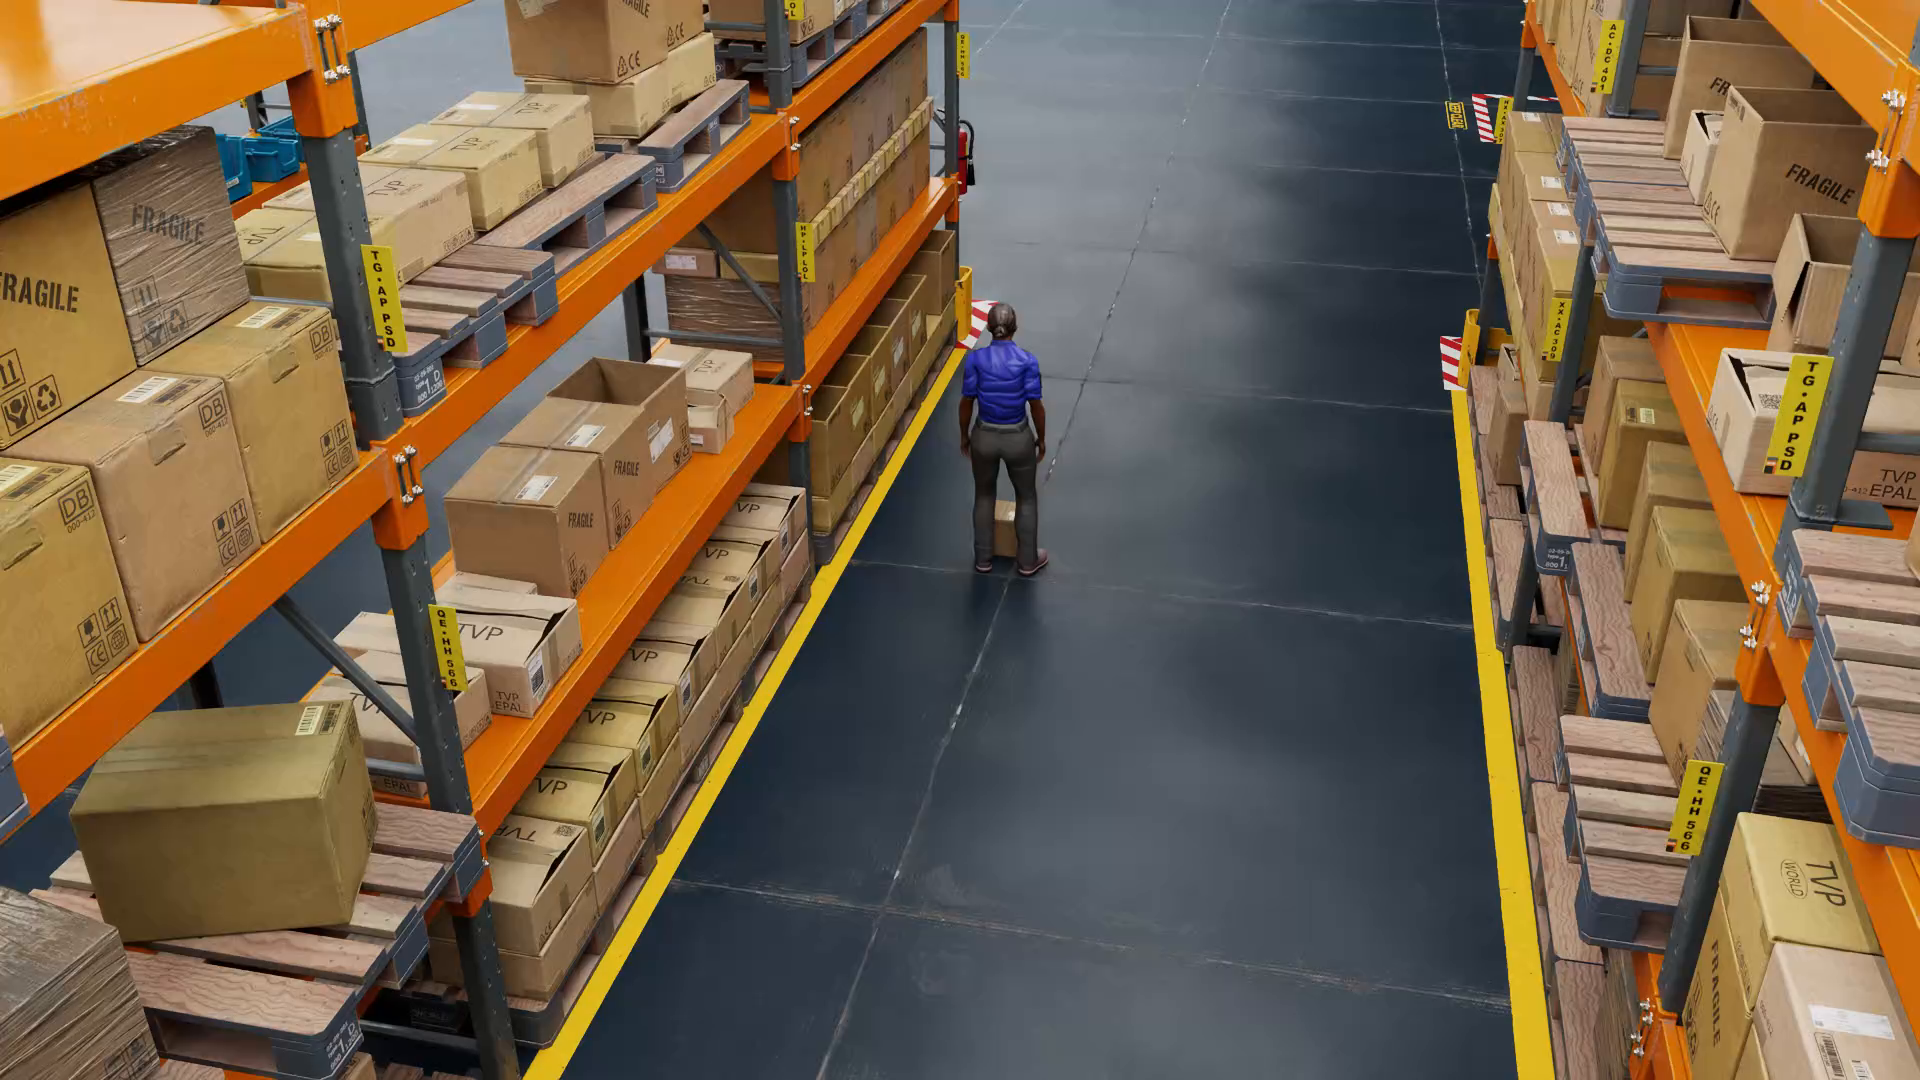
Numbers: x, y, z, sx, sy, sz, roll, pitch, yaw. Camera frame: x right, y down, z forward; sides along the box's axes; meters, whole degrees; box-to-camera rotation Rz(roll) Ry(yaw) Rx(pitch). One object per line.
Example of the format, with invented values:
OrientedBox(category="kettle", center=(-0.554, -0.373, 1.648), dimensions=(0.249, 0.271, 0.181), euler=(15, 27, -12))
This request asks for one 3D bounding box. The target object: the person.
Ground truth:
OrientedBox(category="person", center=(0.260, -0.566, 9.653), dimensions=(0.531, 1.641, 0.346), euler=(5, 29, 8))
